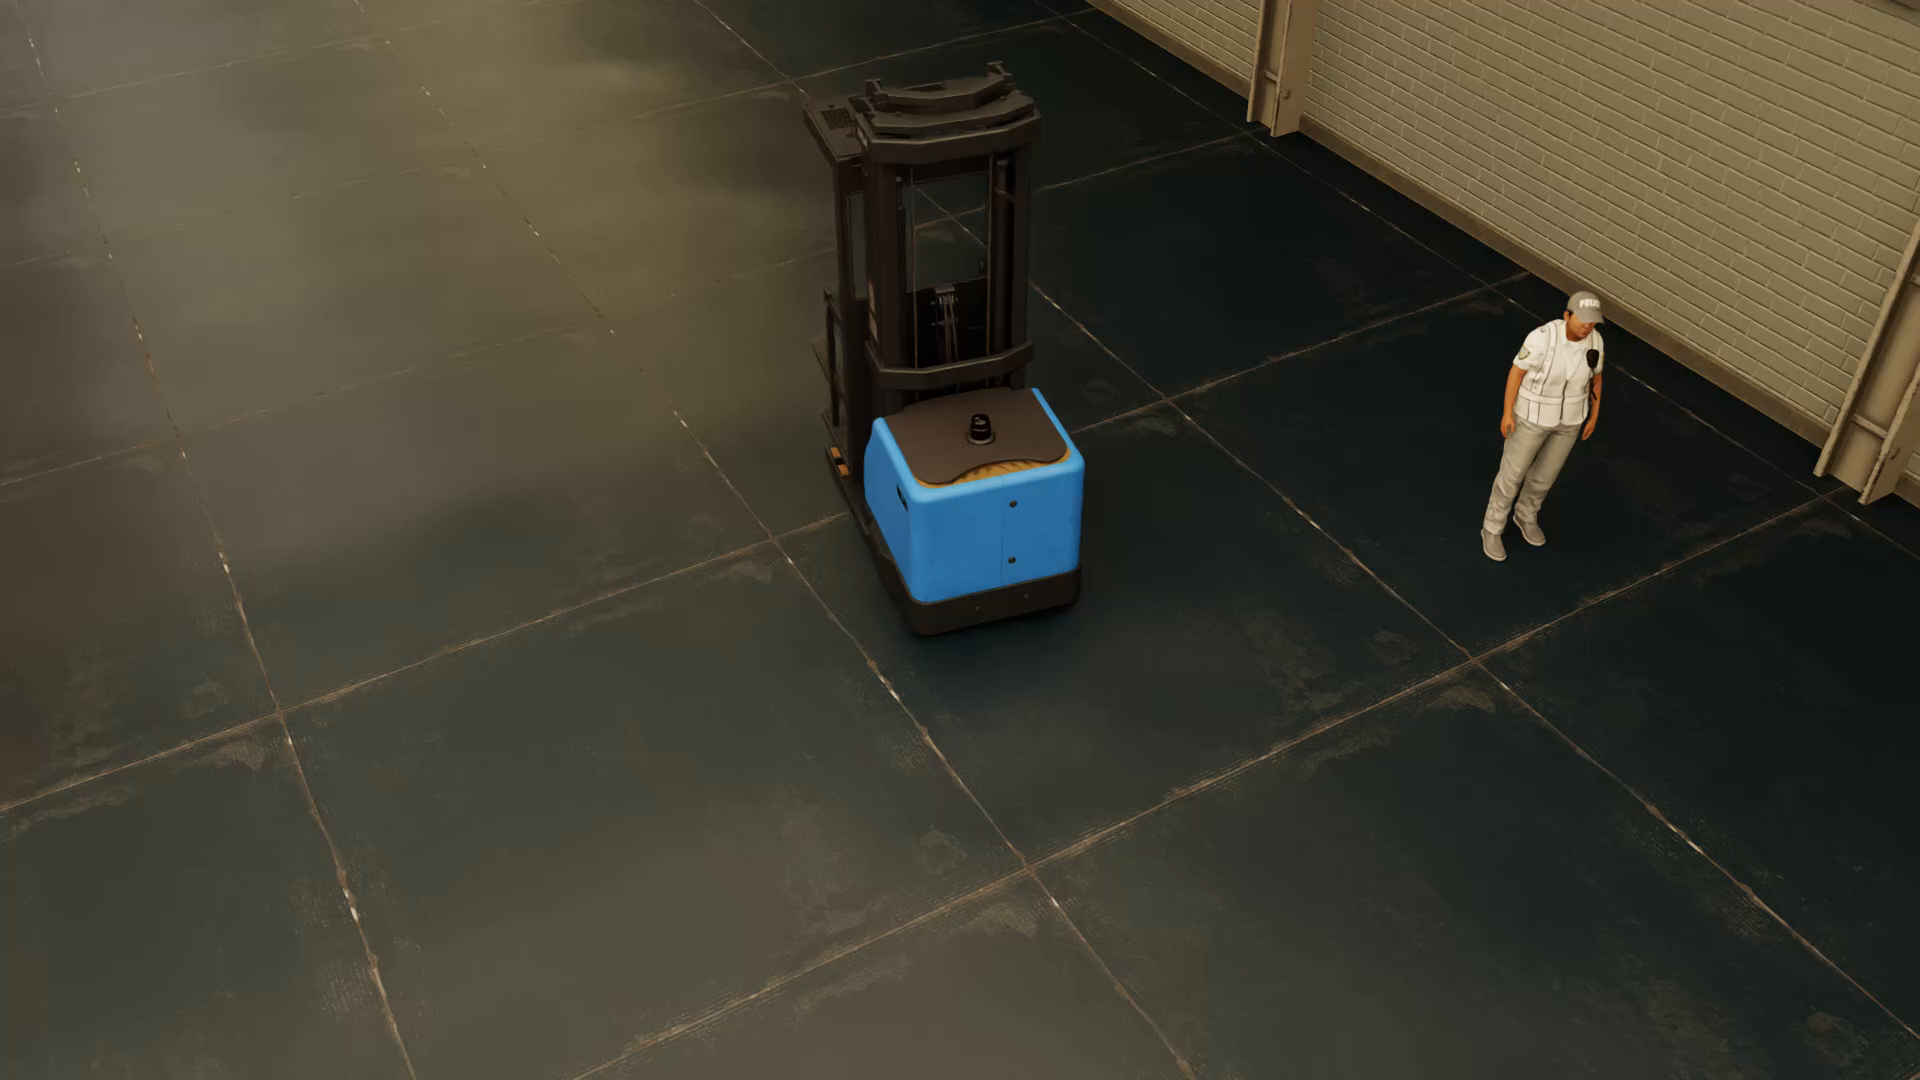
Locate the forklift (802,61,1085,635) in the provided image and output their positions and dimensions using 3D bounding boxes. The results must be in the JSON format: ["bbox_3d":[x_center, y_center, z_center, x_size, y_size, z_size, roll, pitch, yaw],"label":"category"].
[{"bbox_3d":[-0.244,-1.530,9.881,1.130,2.935,3.031,-12,41,-14],"label":"forklift"}]

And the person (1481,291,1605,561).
[{"bbox_3d":[3.503,-0.681,9.841,0.586,1.673,0.531,-3,40,-3],"label":"person"}]
